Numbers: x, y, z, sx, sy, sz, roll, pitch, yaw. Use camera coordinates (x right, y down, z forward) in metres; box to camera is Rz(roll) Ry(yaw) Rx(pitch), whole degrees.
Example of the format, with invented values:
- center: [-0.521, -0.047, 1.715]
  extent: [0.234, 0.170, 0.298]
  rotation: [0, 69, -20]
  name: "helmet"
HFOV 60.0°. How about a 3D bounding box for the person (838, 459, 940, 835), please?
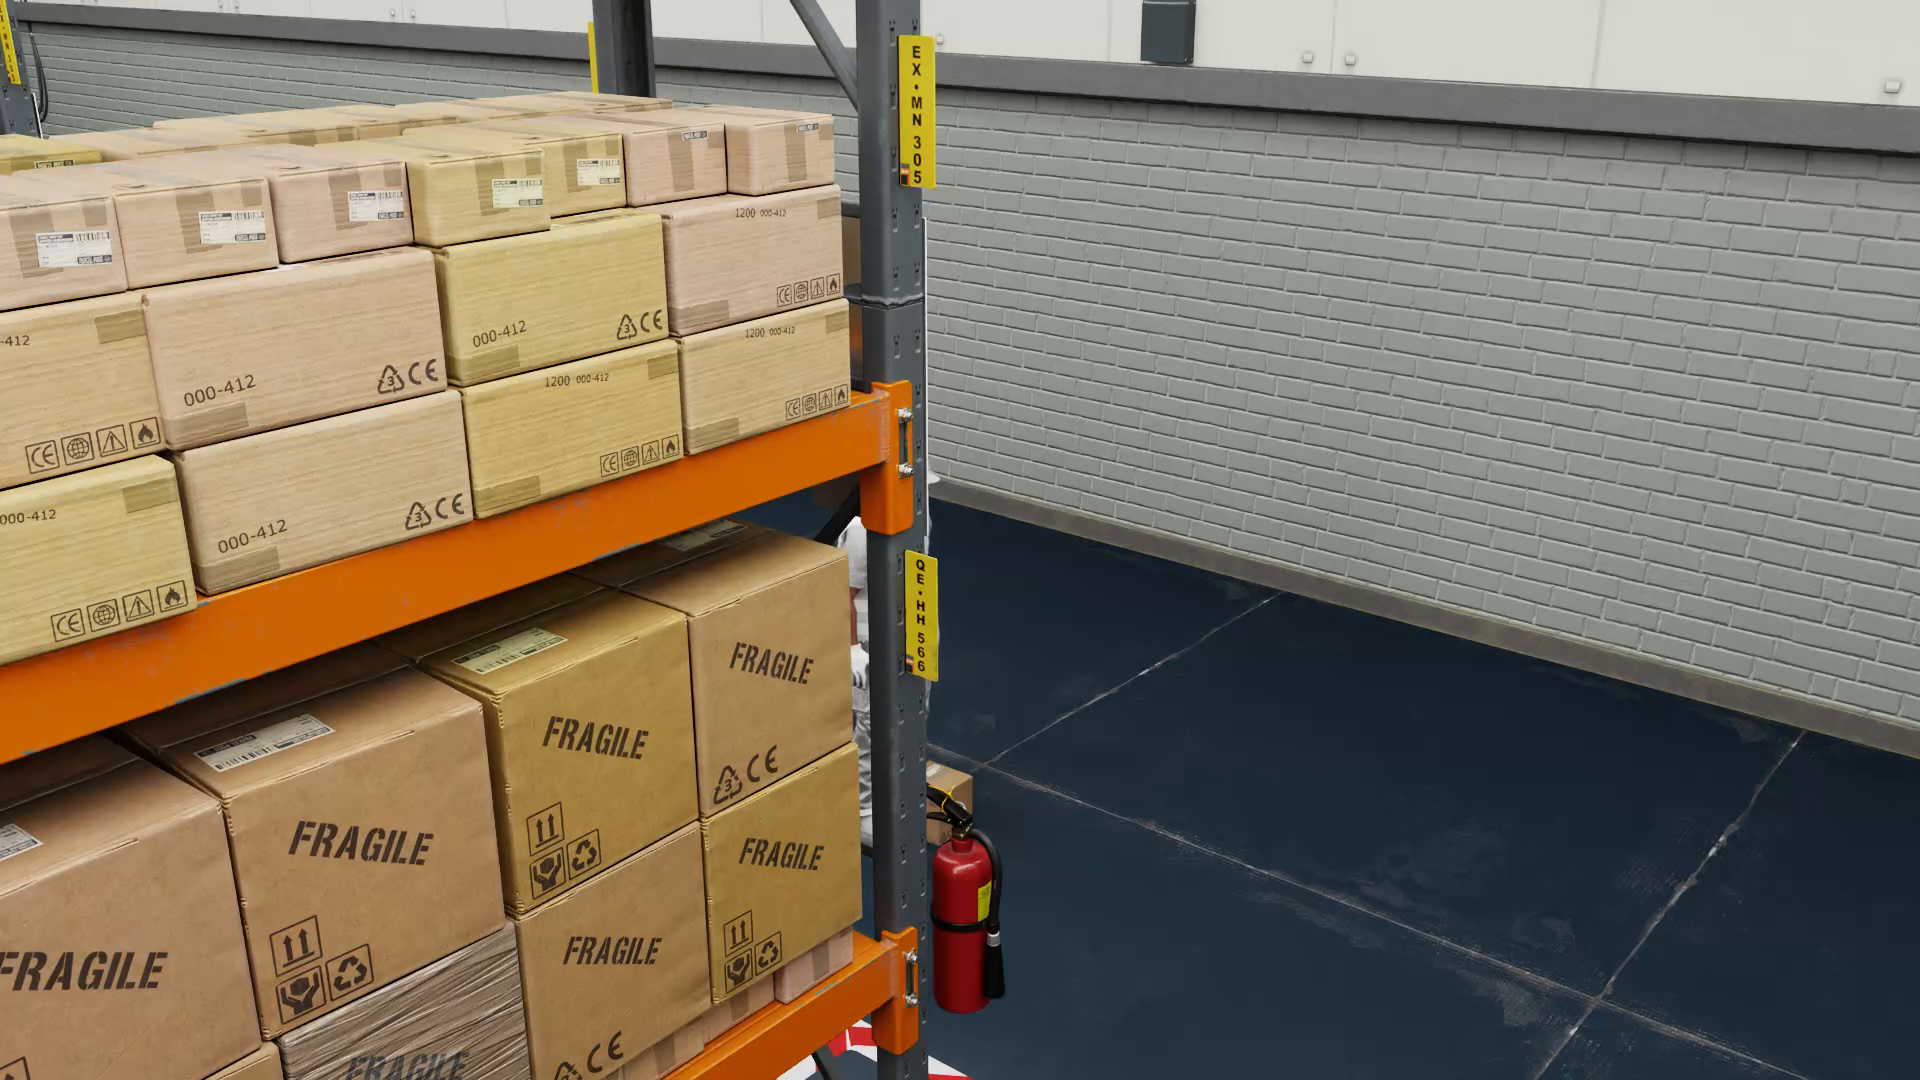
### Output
- center: [-0.303, 0.426, 7.391]
  extent: [0.450, 1.772, 0.619]
  rotation: [14, 24, 34]
  name: "person"
